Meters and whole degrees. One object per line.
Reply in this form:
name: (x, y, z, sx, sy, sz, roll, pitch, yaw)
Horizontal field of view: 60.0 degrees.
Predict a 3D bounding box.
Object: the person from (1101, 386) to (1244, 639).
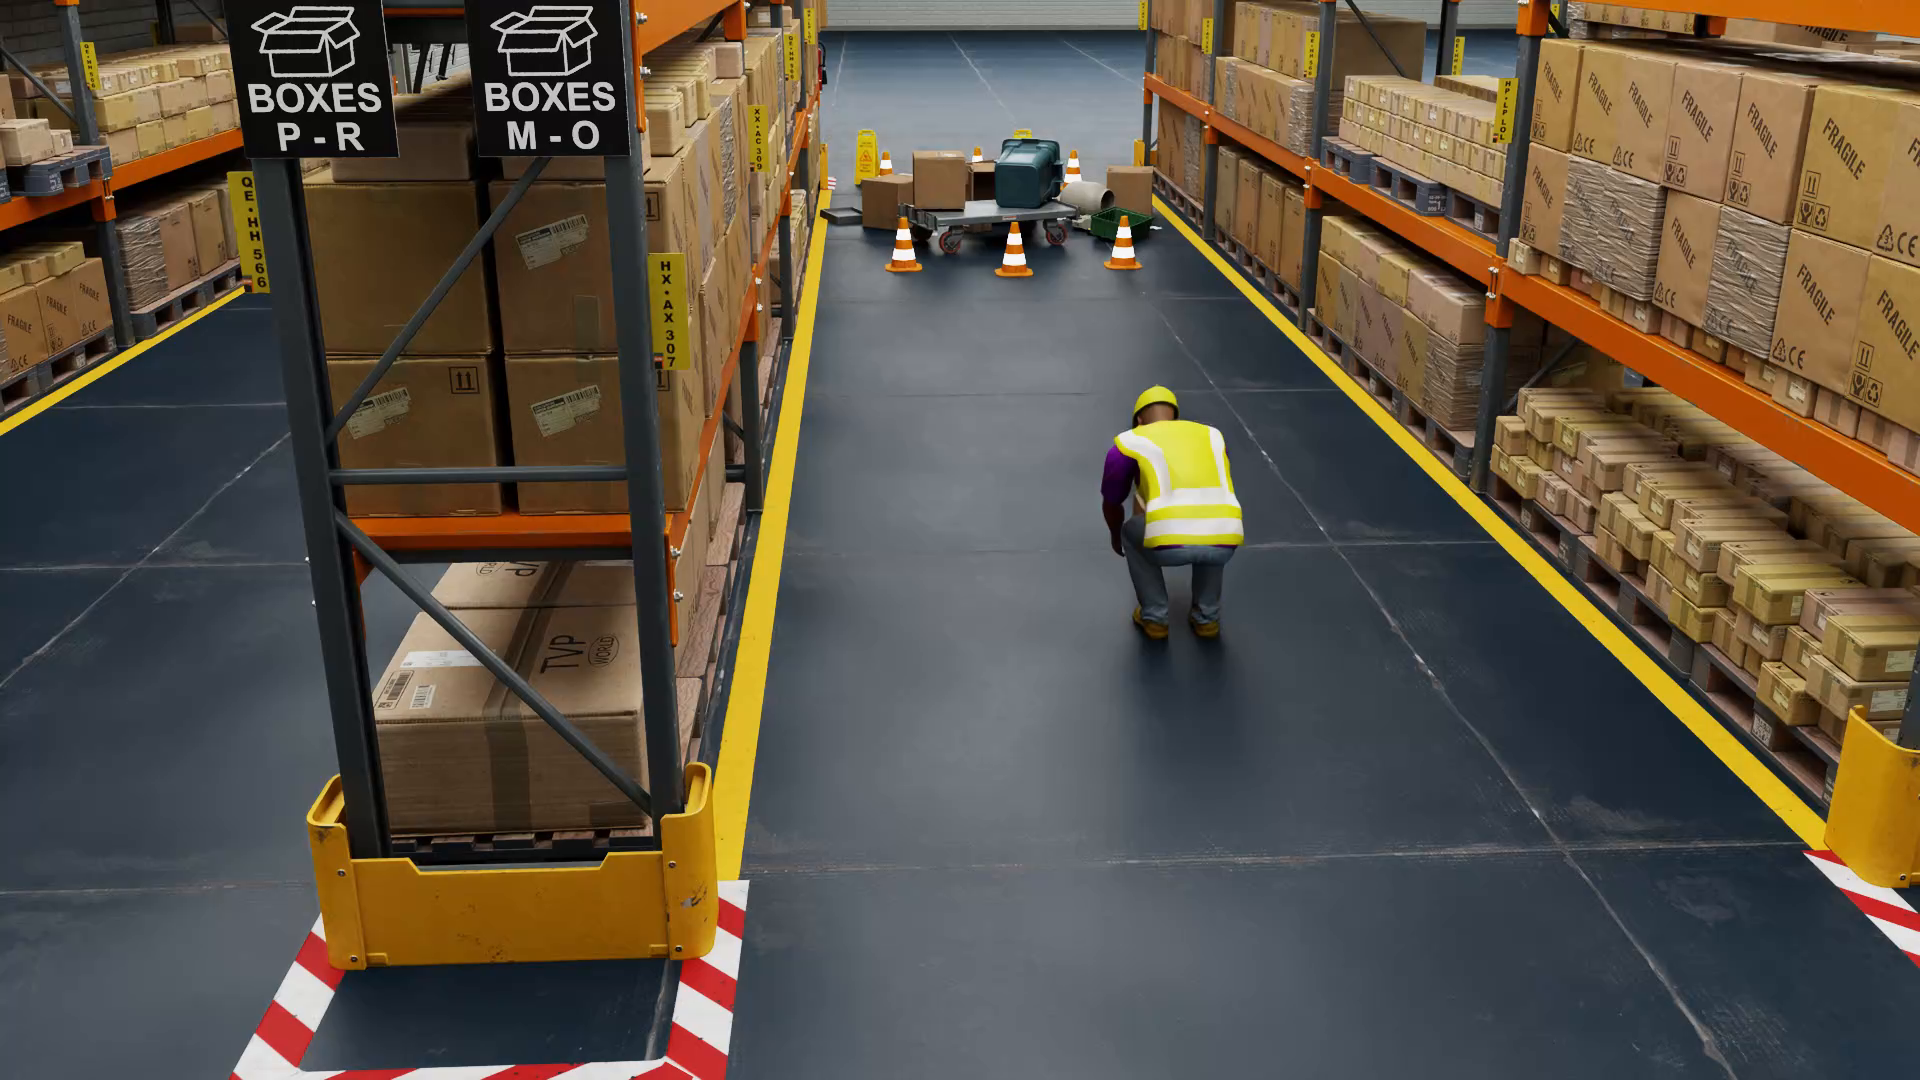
person: (0.938, -0.115, 7.430, 0.583, 1.026, 0.904, -1, 20, -3)
